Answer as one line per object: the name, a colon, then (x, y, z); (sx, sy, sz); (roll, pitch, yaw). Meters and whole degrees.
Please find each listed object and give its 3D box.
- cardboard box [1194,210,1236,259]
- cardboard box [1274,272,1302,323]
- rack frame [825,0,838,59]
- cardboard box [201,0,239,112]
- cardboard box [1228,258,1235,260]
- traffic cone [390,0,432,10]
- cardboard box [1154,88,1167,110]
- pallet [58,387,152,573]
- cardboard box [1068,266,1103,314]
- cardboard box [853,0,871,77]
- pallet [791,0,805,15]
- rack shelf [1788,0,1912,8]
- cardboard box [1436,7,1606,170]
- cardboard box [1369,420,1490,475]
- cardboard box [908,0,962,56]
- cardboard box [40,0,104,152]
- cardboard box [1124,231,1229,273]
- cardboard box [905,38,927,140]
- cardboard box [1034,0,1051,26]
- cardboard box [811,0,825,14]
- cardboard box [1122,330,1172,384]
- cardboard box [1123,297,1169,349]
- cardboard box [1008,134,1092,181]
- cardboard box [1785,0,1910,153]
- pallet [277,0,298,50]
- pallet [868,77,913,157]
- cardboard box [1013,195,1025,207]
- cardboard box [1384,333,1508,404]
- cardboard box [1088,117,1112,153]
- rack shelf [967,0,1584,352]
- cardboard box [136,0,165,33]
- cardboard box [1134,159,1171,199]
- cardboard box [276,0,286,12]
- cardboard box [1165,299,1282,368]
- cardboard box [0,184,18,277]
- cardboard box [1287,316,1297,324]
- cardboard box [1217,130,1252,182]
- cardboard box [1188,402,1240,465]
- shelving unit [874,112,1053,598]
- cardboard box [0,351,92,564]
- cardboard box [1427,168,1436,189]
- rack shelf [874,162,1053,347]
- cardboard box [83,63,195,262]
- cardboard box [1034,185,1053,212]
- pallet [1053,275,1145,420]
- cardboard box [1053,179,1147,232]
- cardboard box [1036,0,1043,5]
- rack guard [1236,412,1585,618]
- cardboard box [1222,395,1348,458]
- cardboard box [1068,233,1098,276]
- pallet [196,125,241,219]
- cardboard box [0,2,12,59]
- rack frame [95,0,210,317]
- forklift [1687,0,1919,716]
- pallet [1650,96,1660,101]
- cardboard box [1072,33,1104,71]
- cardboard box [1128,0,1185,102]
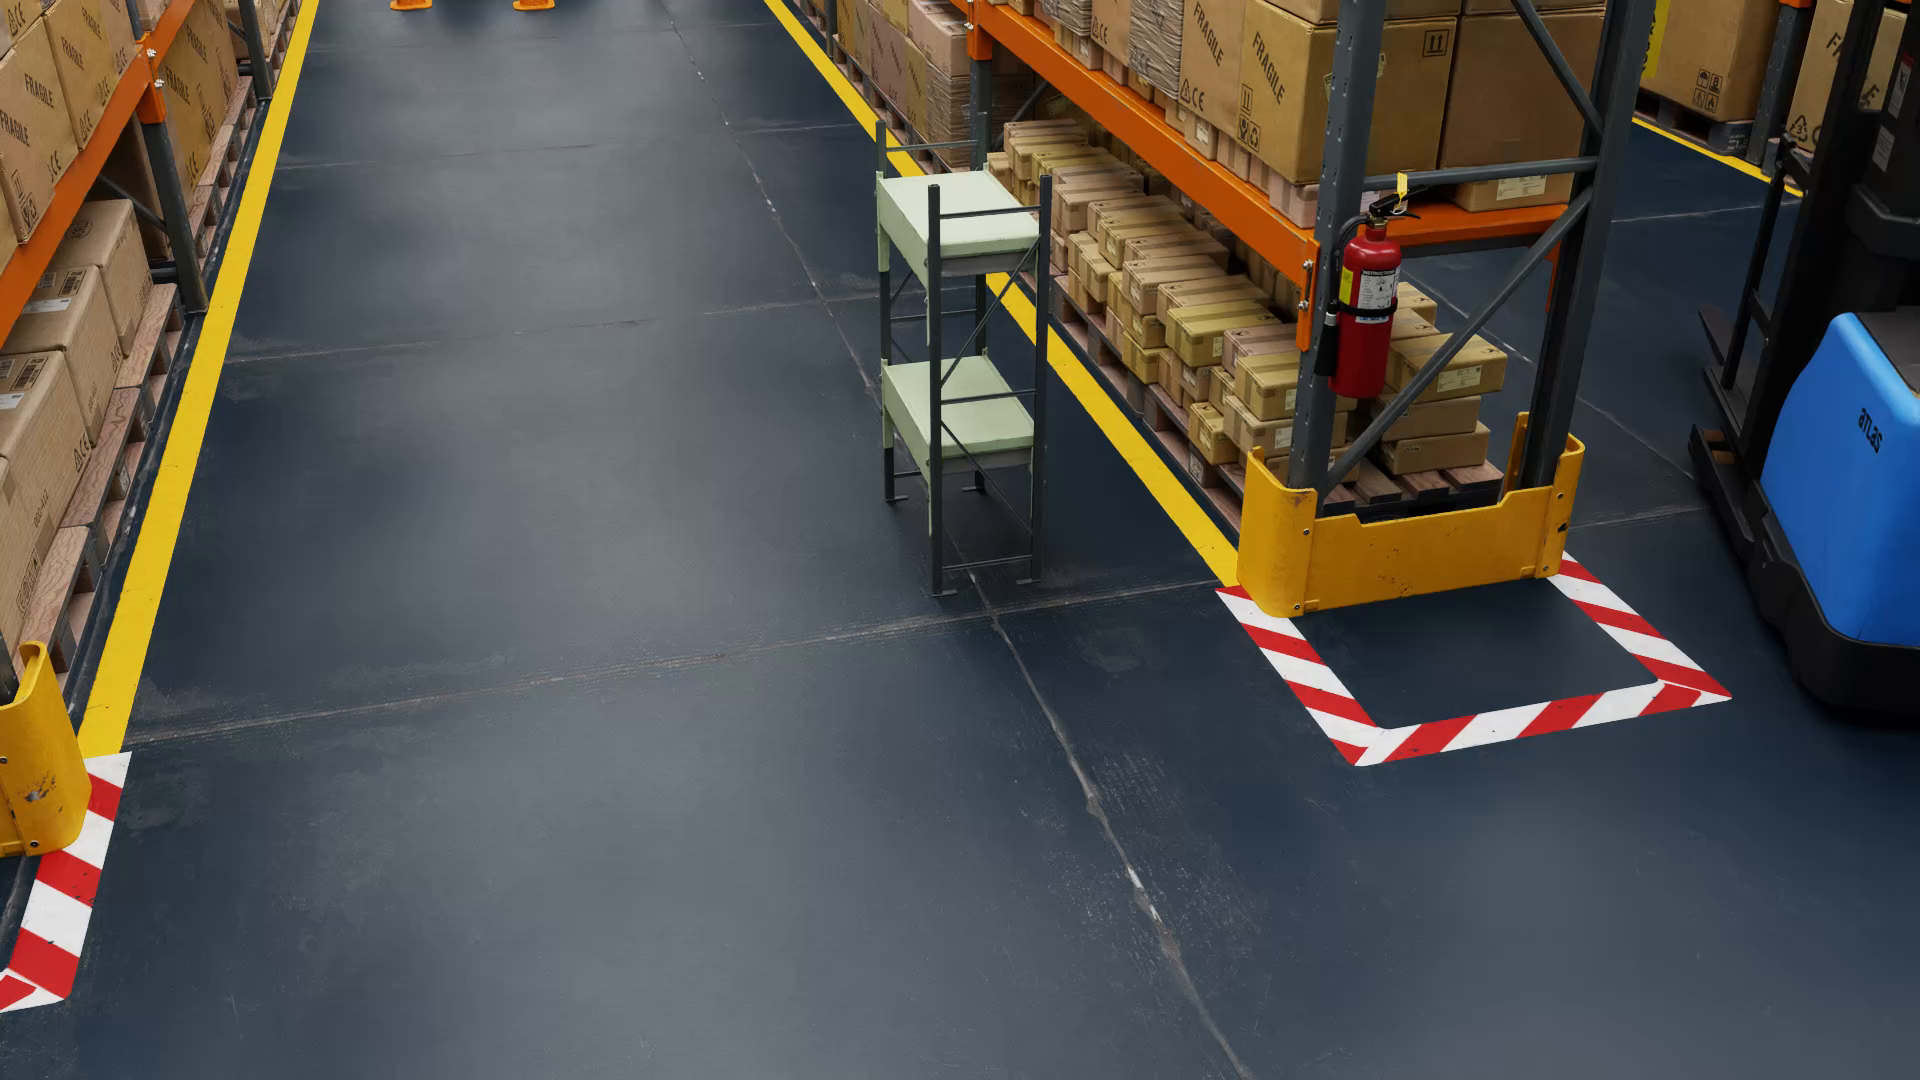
cardboard box: (1.274, -1.388, 7.487); (0.380, 0.149, 0.250); (-8, 31, -13)
cardboard box: (1.523, -1.011, 6.835); (0.380, 0.149, 0.250); (-9, 31, -16)
rack frame: (-0.511, -5.007, 11.906); (1.000, 3.000, 0.127); (-8, 31, -13)
cardboard box: (-5.153, -3.217, 10.516); (0.875, 0.875, 0.875); (-8, 31, -14)
cardboard box: (1.253, -1.264, 7.569); (0.380, 0.149, 0.250); (-6, 31, -11)
traffic cone: (-4.639, -4.721, 13.944); (0.336, 0.463, 0.334); (-8, 31, -13)
cardboard box: (0.997, -1.788, 6.595); (0.380, 0.149, 0.250); (-9, 31, -15)
pallet: (-3.741, -0.193, 6.373); (1.003, 0.211, 1.213); (-8, 31, -13)
cardboard box: (0.722, -1.183, 7.726); (0.380, 0.149, 0.250); (-9, 31, -15)
cardboard box: (-0.432, -3.489, 11.359); (0.500, 0.500, 0.500); (-7, 31, -13)
pallet: (-0.967, -4.779, 14.295); (1.003, 0.211, 1.213); (-8, 31, -13)
rack shelf: (5.891, -2.408, 8.134); (1.077, 0.370, 4.000); (-8, 31, -13)
cardboard box: (1.760, -1.568, 5.569); (0.500, 0.500, 0.500); (-6, 31, -11)
cardboard box: (1.782, -0.386, 6.350); (0.380, 0.149, 0.250); (-7, 31, -12)
cardboard box: (-0.014, -3.075, 9.896); (0.500, 0.250, 0.500); (-6, 31, -11)
cardboard box: (-3.536, -1.732, 6.149); (0.500, 0.500, 0.500); (-8, 31, -14)
cardboard box: (0.930, -1.205, 7.171); (0.380, 0.149, 0.250); (-9, 31, -15)
cardboard box: (-0.024, -2.746, 10.077); (0.500, 0.500, 0.500); (-9, 31, -14)
cardboard box: (0.572, -2.549, 7.910); (0.380, 0.149, 0.250); (-9, 31, -15)
cardboard box: (-0.585, -4.521, 12.893); (1.050, 0.750, 0.750); (-8, 31, -14)
cardboard box: (0.913, -0.799, 7.063); (0.380, 0.149, 0.250); (-9, 31, -15)
cardboard box: (0.908, -0.936, 7.002); (0.380, 0.149, 0.250); (-7, 31, -13)
cardboard box: (0.459, -1.945, 8.449); (0.380, 0.149, 0.250); (-6, 31, -11)
cardboard box: (5.458, -2.618, 9.481); (0.875, 0.875, 0.875); (-8, 31, -13)
pallet: (-5.782, -4.059, 13.051); (1.003, 0.211, 1.213); (-8, 31, -13)
pallet: (0.016, -2.834, 10.936); (1.003, 0.211, 1.213); (-8, 31, -13)
cardboard box: (0.409, -1.676, 8.577); (0.380, 0.149, 0.250); (-7, 31, -12)
cardboard box: (1.801, -0.646, 6.205); (0.380, 0.149, 0.250); (-9, 31, -16)
cardboard box: (0.897, -2.143, 8.791); (0.380, 0.149, 0.250); (-7, 31, -12)
rack shelf: (1.082, -1.797, 7.079); (1.077, 0.370, 4.000); (-8, 31, -13)
cardboard box: (-4.057, -2.550, 7.812); (0.500, 0.250, 0.500); (-9, 31, -14)
cardboard box: (1.069, -1.770, 8.146); (0.380, 0.149, 0.250); (-7, 31, -12)
cardboard box: (-5.796, -4.341, 12.959); (0.950, 0.372, 0.625); (-7, 31, -12)
cardboard box: (1.025, -0.807, 6.483); (0.380, 0.149, 0.250); (-9, 31, -14)
cardboard box: (-3.145, -0.990, 4.866); (0.500, 0.500, 0.500); (-8, 31, -14)
cardboard box: (1.589, -0.891, 6.925); (0.380, 0.149, 0.250); (-7, 31, -12)
cardboard box: (1.143, -1.398, 5.922); (0.380, 0.149, 0.250); (-8, 31, -14)
cardboard box: (1.106, -0.428, 6.422); (0.380, 0.149, 0.250); (-7, 31, -12)
shelving unit: (-0.002, -0.652, 5.880); (0.431, 1.500, 0.755); (-8, 31, -13)
cardboard box: (-3.655, -0.255, 5.835); (0.875, 0.438, 0.875); (-7, 31, -12)
cardboard box: (1.735, -1.352, 5.842); (0.380, 0.149, 0.250); (-7, 31, -11)
rack shelf: (-0.002, -0.990, 5.684); (0.431, 0.370, 0.720); (-8, 31, -13)
cardboard box: (-4.436, -1.919, 8.272); (0.875, 0.875, 0.875); (-7, 31, -12)
cardboard box: (0.592, -1.711, 8.341); (0.380, 0.149, 0.250); (-8, 31, -14)
pallet: (1.091, -0.958, 7.694); (1.003, 0.211, 1.213); (-8, 31, -13)
cardboard box: (0.653, -1.573, 7.806); (0.380, 0.149, 0.250); (-7, 31, -12)
cardboard box: (0.578, -2.736, 7.586); (0.500, 0.500, 0.500); (-8, 31, -13)
rack guard: (1.593, -0.098, 5.920); (1.175, 0.500, 0.348); (-8, 31, -13)
cardboard box: (1.198, -0.436, 6.139); (0.380, 0.149, 0.250); (-9, 31, -15)
cardboard box: (0.717, -1.314, 7.655); (0.380, 0.149, 0.250); (-8, 31, -14)
pallet: (-4.799, -2.114, 9.691); (1.003, 0.211, 1.213); (-8, 31, -13)
cardboard box: (-3.274, -1.678, 5.056); (0.500, 0.500, 0.500); (-8, 31, -14)
rack frame: (-4.195, -2.368, 7.346); (1.000, 3.000, 0.127); (-8, 31, -13)
forklift: (3.469, -1.386, 5.719); (1.130, 2.935, 3.031); (5, 30, 9)
pallet: (4.755, -3.432, 11.968); (1.003, 0.211, 1.213); (-8, 31, -13)
cardboard box: (0.707, -2.156, 7.231); (0.380, 0.149, 0.250); (-7, 31, -11)
cardboard box: (0.970, -1.991, 6.298); (0.500, 0.500, 0.500); (-8, 31, -13)
